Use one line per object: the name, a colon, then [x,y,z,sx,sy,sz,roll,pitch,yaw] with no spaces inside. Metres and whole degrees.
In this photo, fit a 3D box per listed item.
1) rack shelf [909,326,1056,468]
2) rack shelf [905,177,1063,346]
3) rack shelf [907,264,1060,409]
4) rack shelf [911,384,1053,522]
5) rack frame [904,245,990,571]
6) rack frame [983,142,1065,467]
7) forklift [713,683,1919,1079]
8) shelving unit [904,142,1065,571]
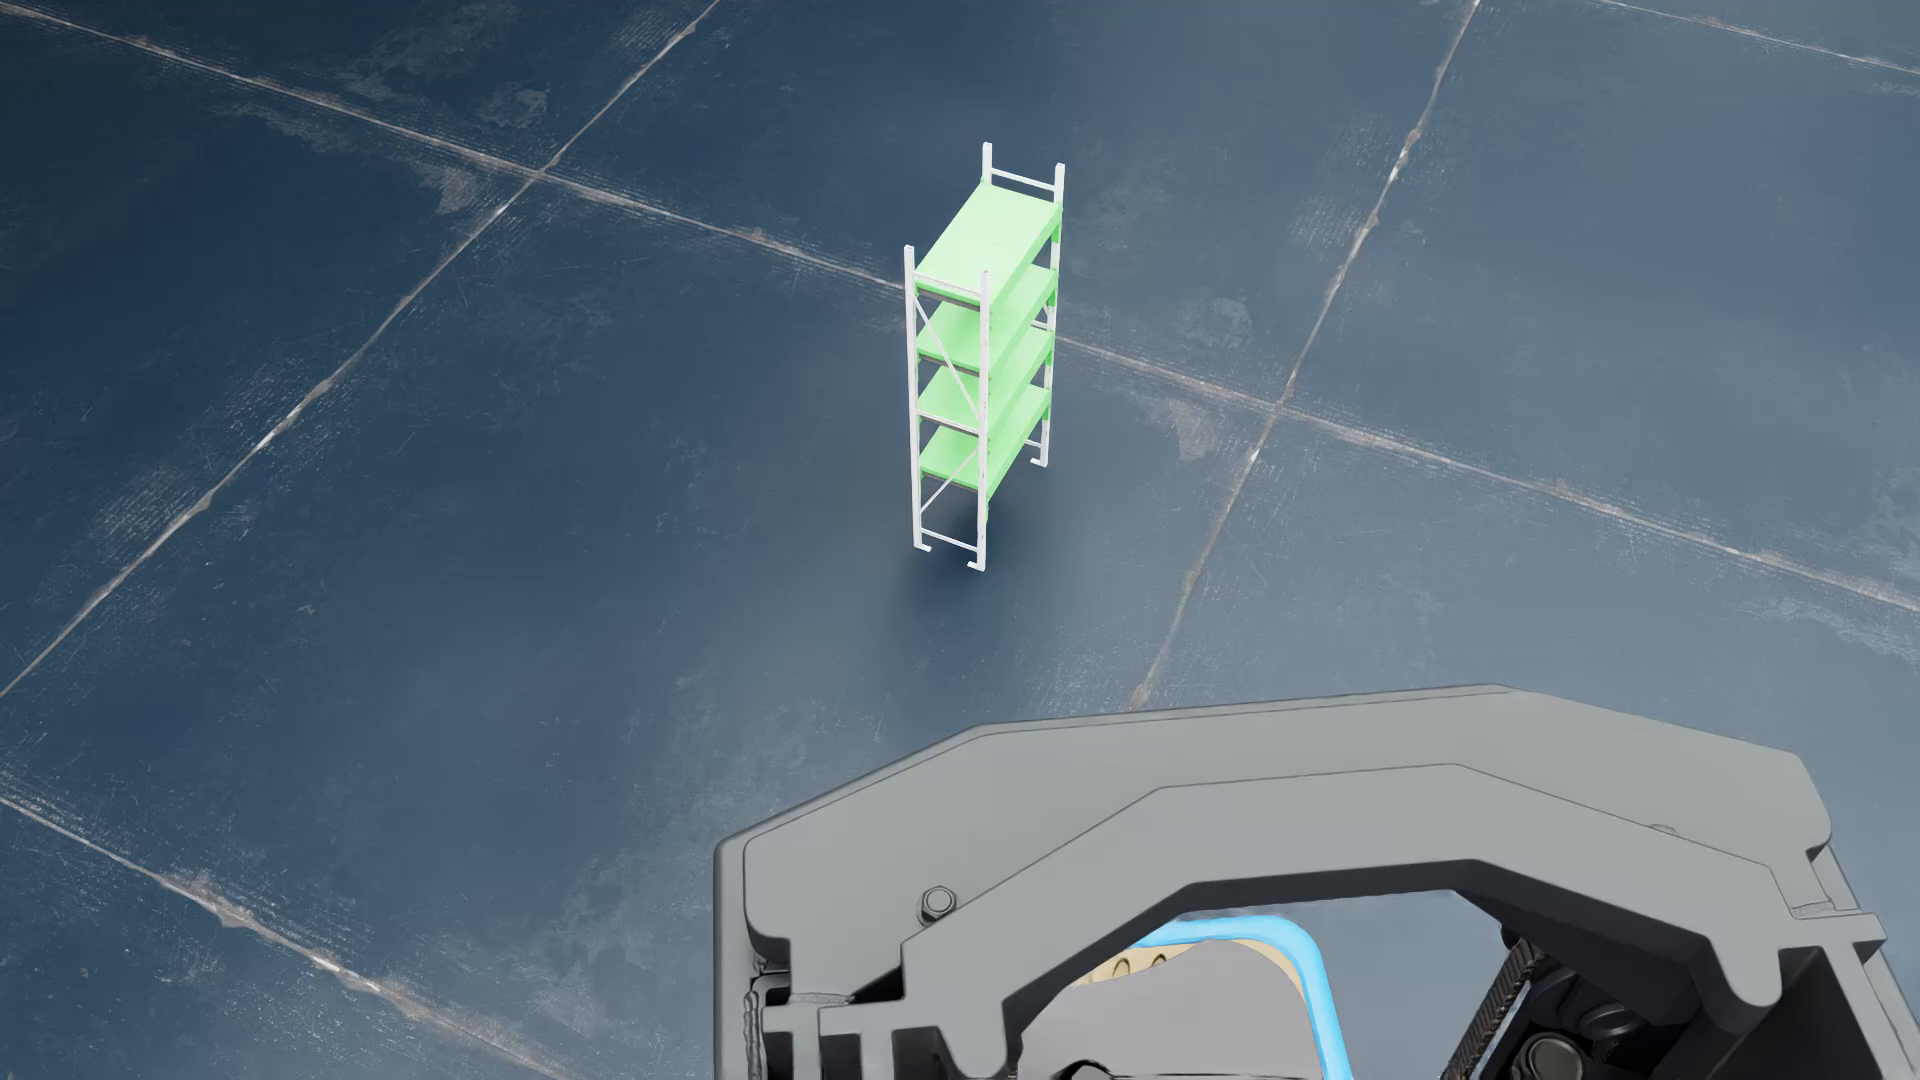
rack shelf: [0.071,-0.461,4.939,0.258,0.148,0.480,20,52,16]
rack shelf: [0.071,-0.772,4.573,0.258,0.148,0.480,20,52,16]
rack shelf: [0.071,-0.617,4.756,0.258,0.148,0.480,20,52,16]
rack shelf: [0.071,-0.306,5.121,0.258,0.148,0.480,20,52,16]
rack frame: [-0.034,-0.335,4.747,0.240,1.200,0.015,20,52,16]
rack frame: [0.175,-0.671,5.033,0.240,1.200,0.015,20,52,16]
forklift: [0.324,1.626,1.942,1.130,2.935,3.031,-4,50,-4]
shelving unit: [0.071,-0.503,4.890,0.258,1.200,0.503,20,52,16]
